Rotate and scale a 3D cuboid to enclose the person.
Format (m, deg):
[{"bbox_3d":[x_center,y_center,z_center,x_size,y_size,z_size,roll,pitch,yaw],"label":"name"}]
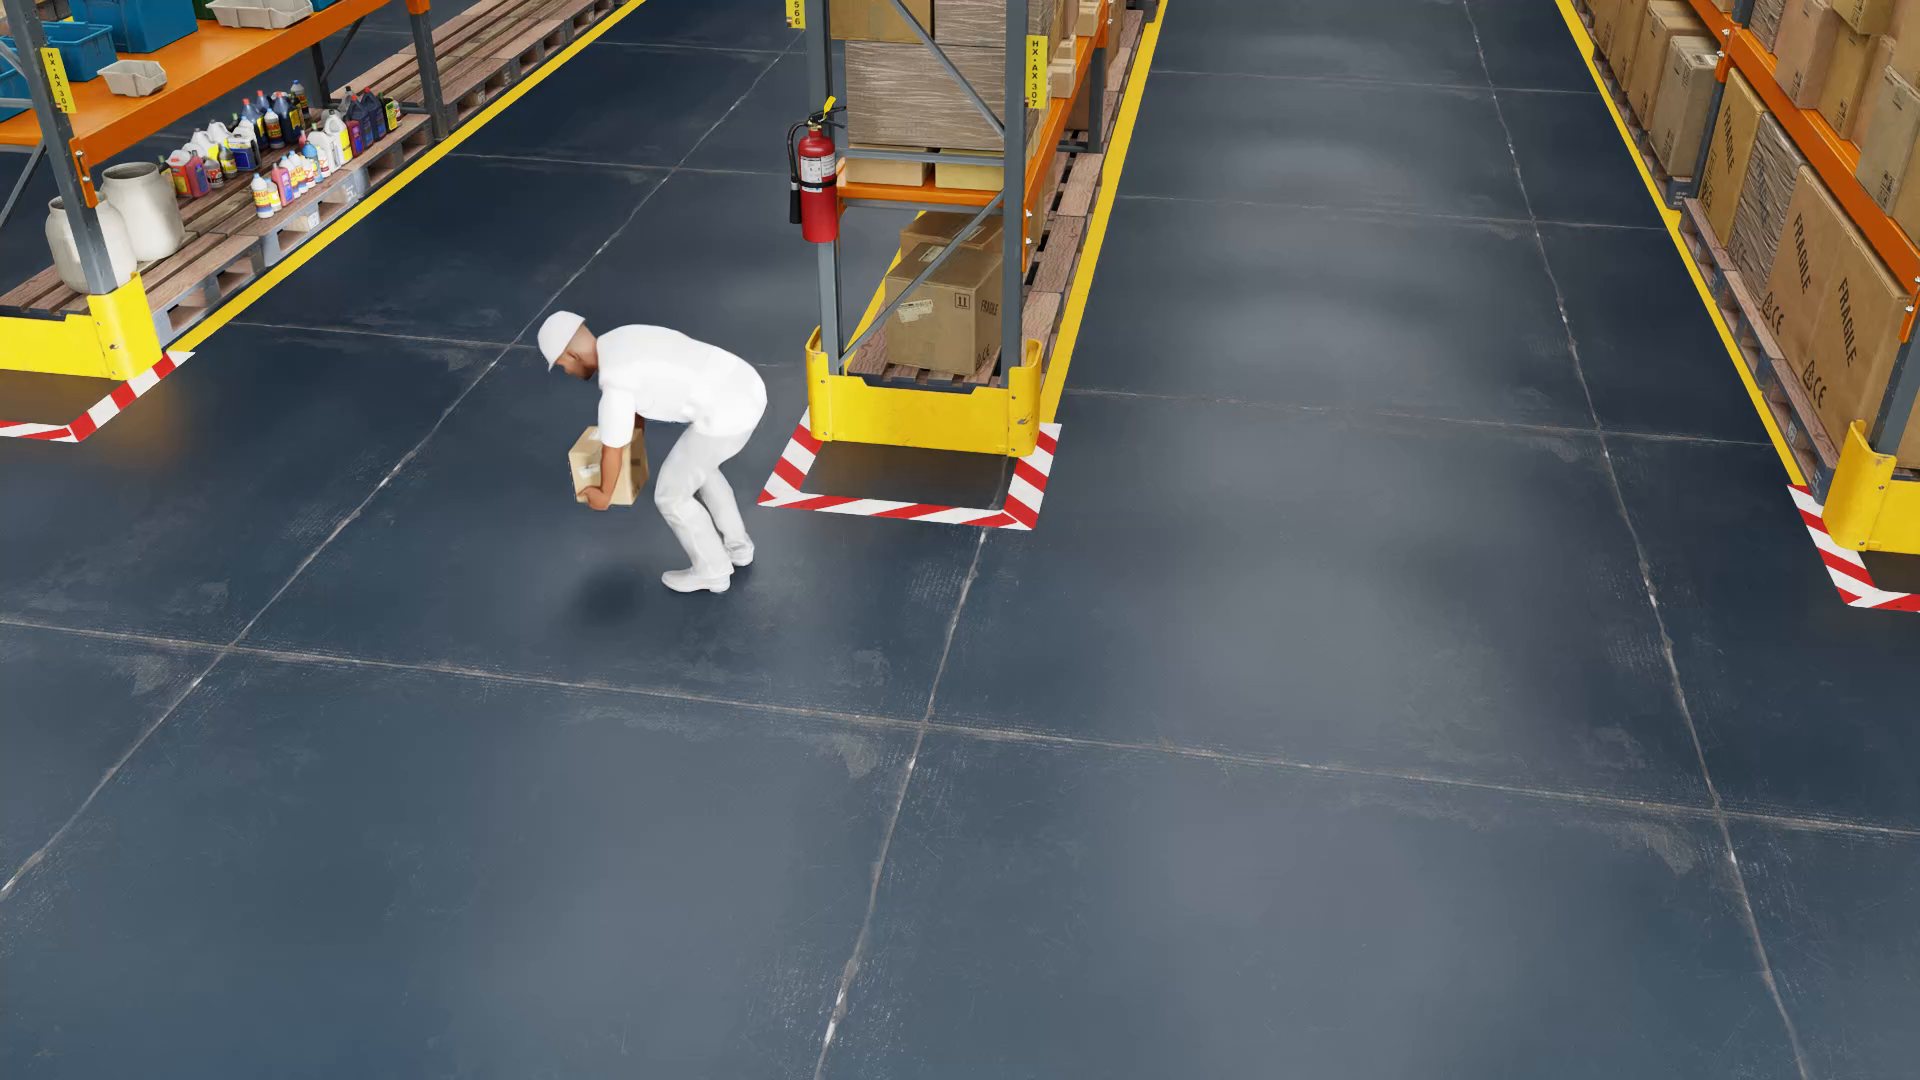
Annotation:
[{"bbox_3d":[-1.278,-0.487,7.140,0.833,1.496,0.488,4,32,7],"label":"person"}]
